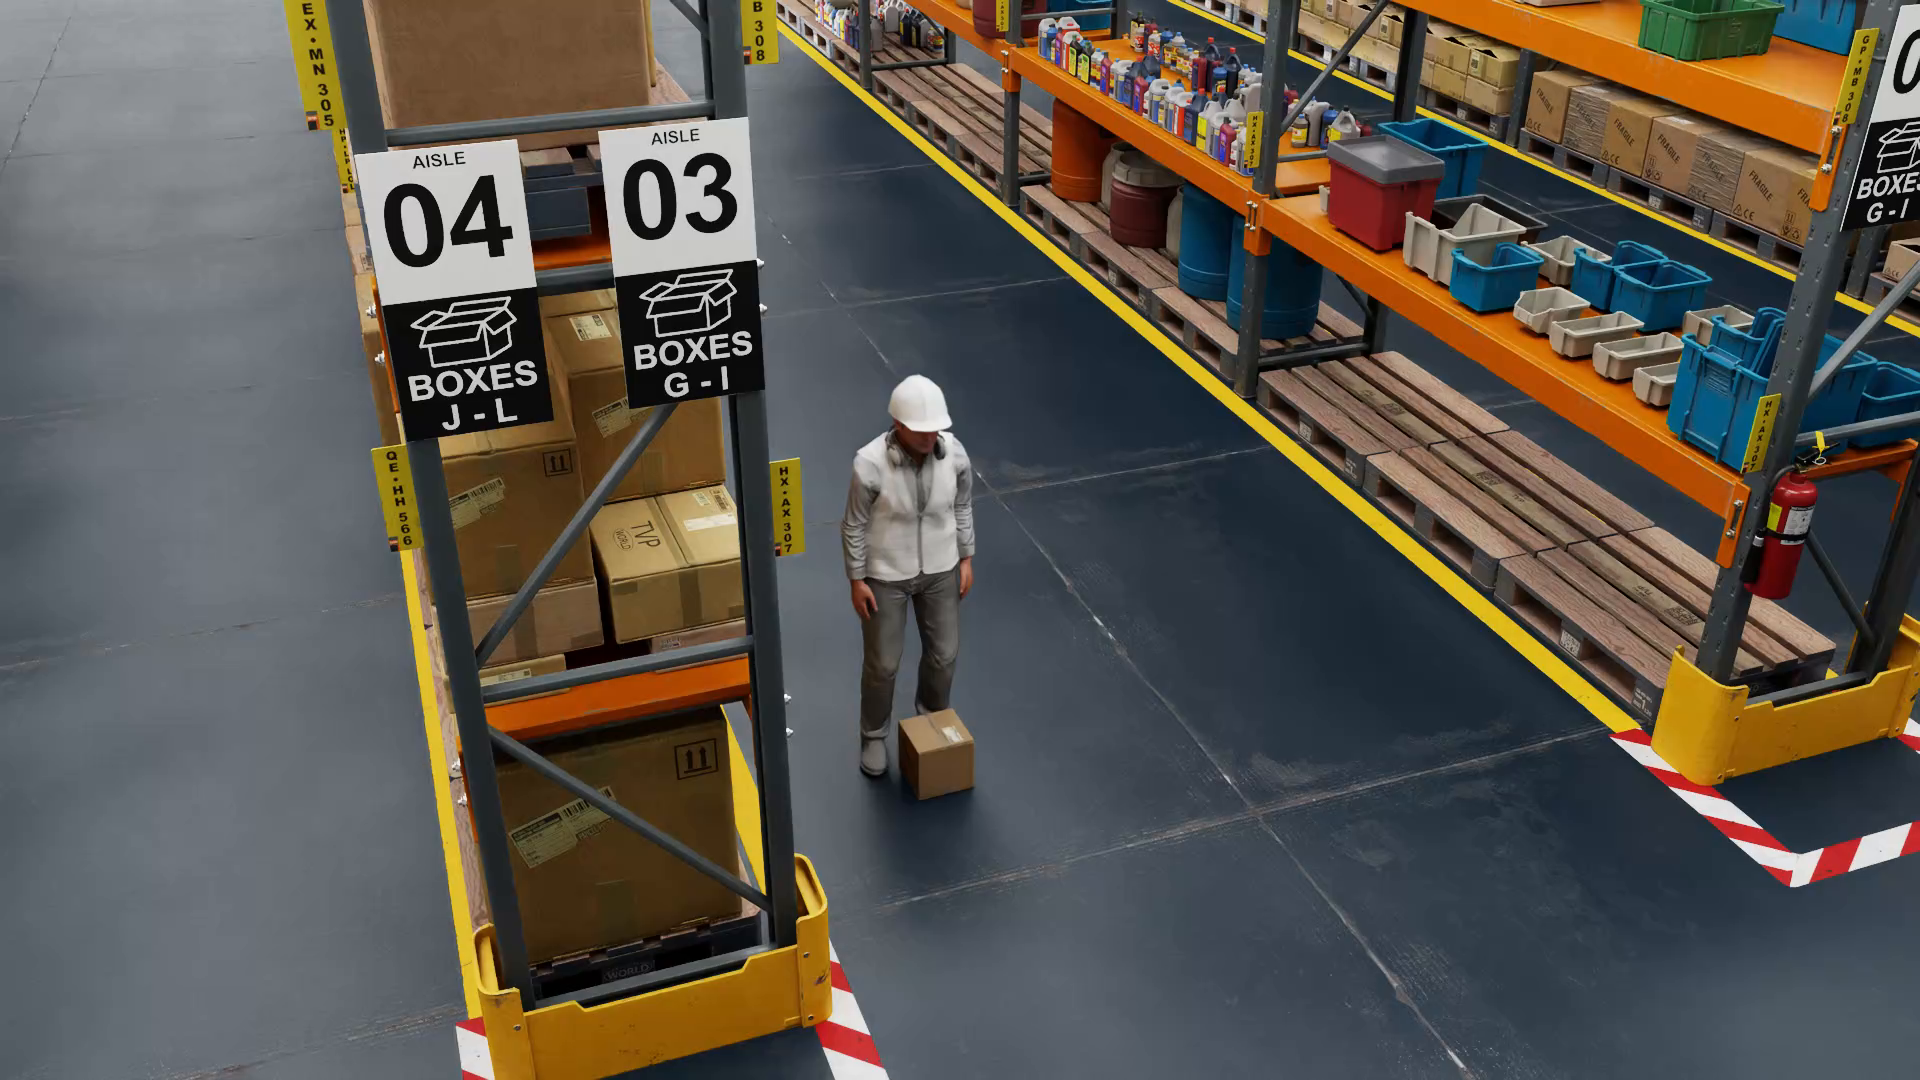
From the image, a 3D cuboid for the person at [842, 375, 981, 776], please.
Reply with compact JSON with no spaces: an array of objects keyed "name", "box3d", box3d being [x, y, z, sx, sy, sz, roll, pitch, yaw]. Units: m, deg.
[{"name":"person","box3d":[-0.190,0.127,6.879,0.590,1.770,0.460,-12,32,-19]}]
